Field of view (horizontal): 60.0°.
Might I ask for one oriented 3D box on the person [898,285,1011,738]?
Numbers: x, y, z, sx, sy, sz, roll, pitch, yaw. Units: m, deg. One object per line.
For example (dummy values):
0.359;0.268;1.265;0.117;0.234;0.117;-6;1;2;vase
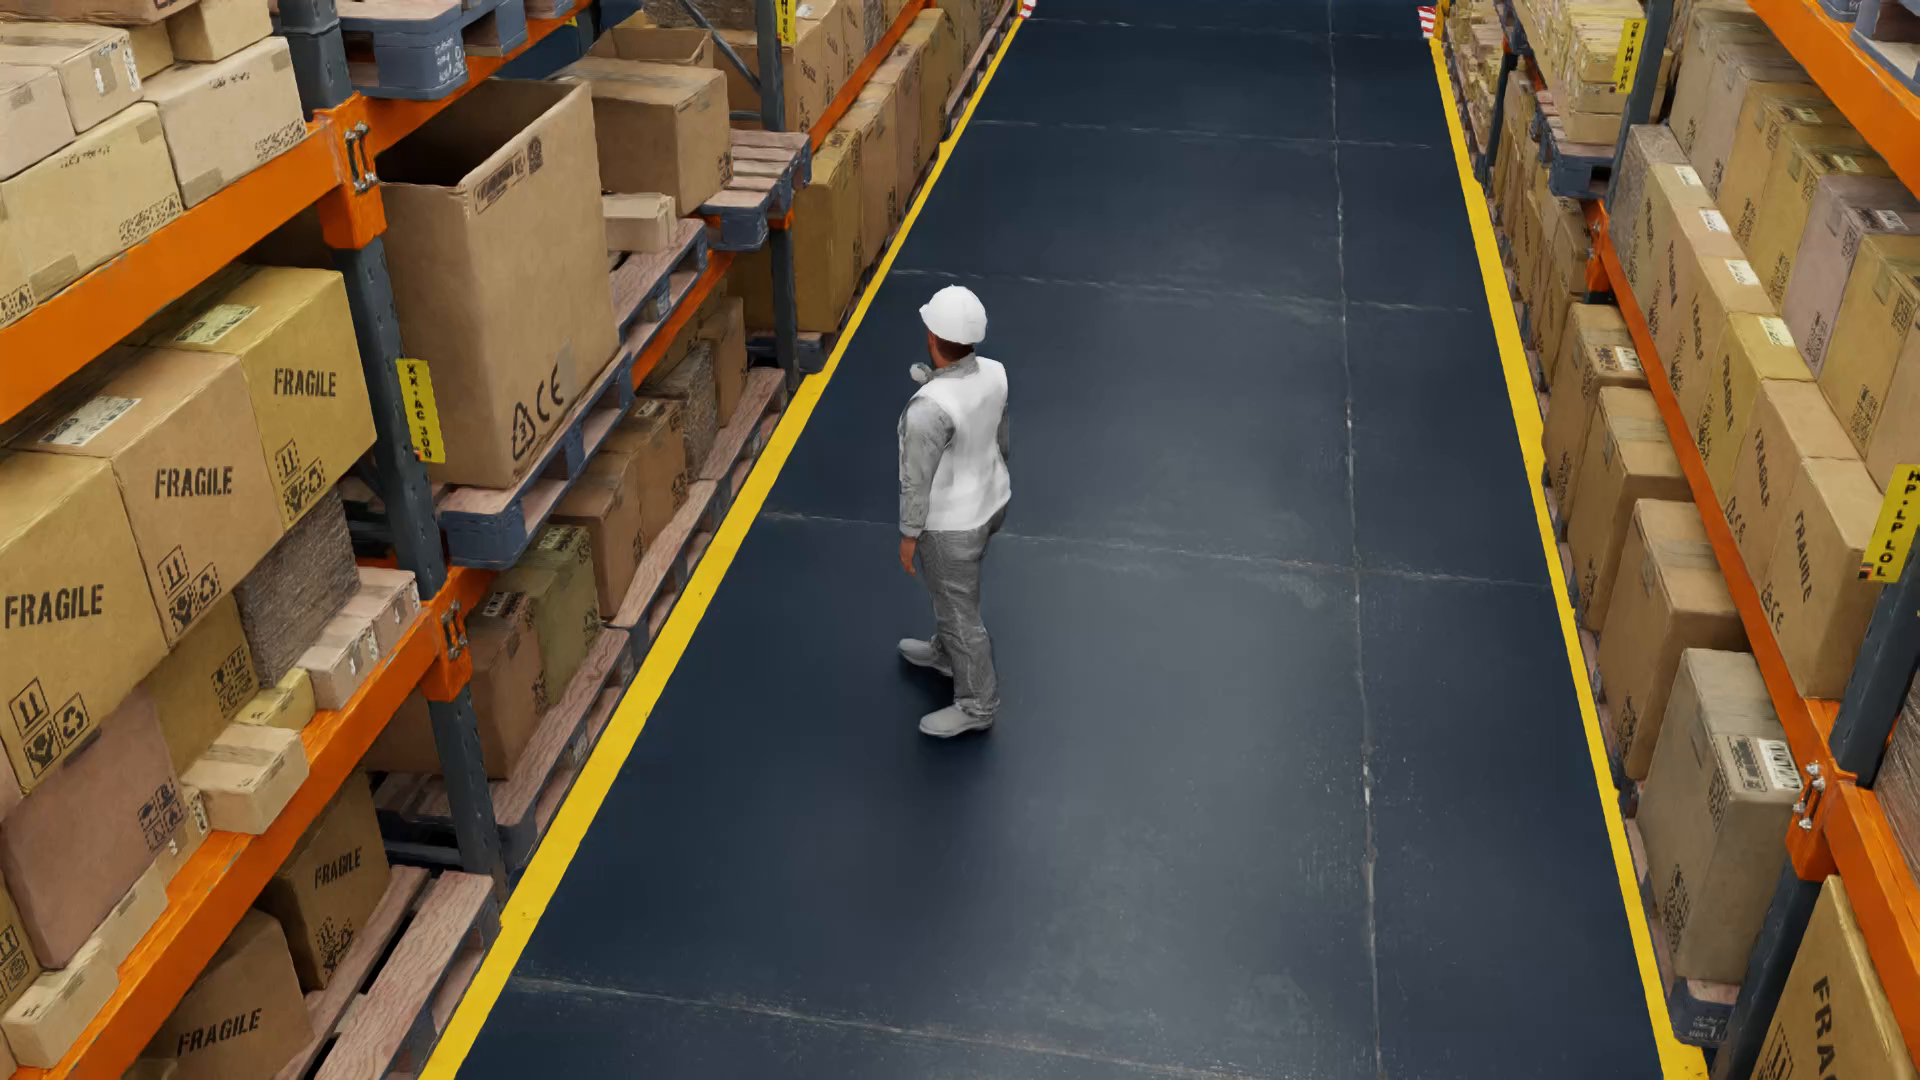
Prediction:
-0.053;-0.143;6.296;0.584;1.770;0.645;16;35;23;person
